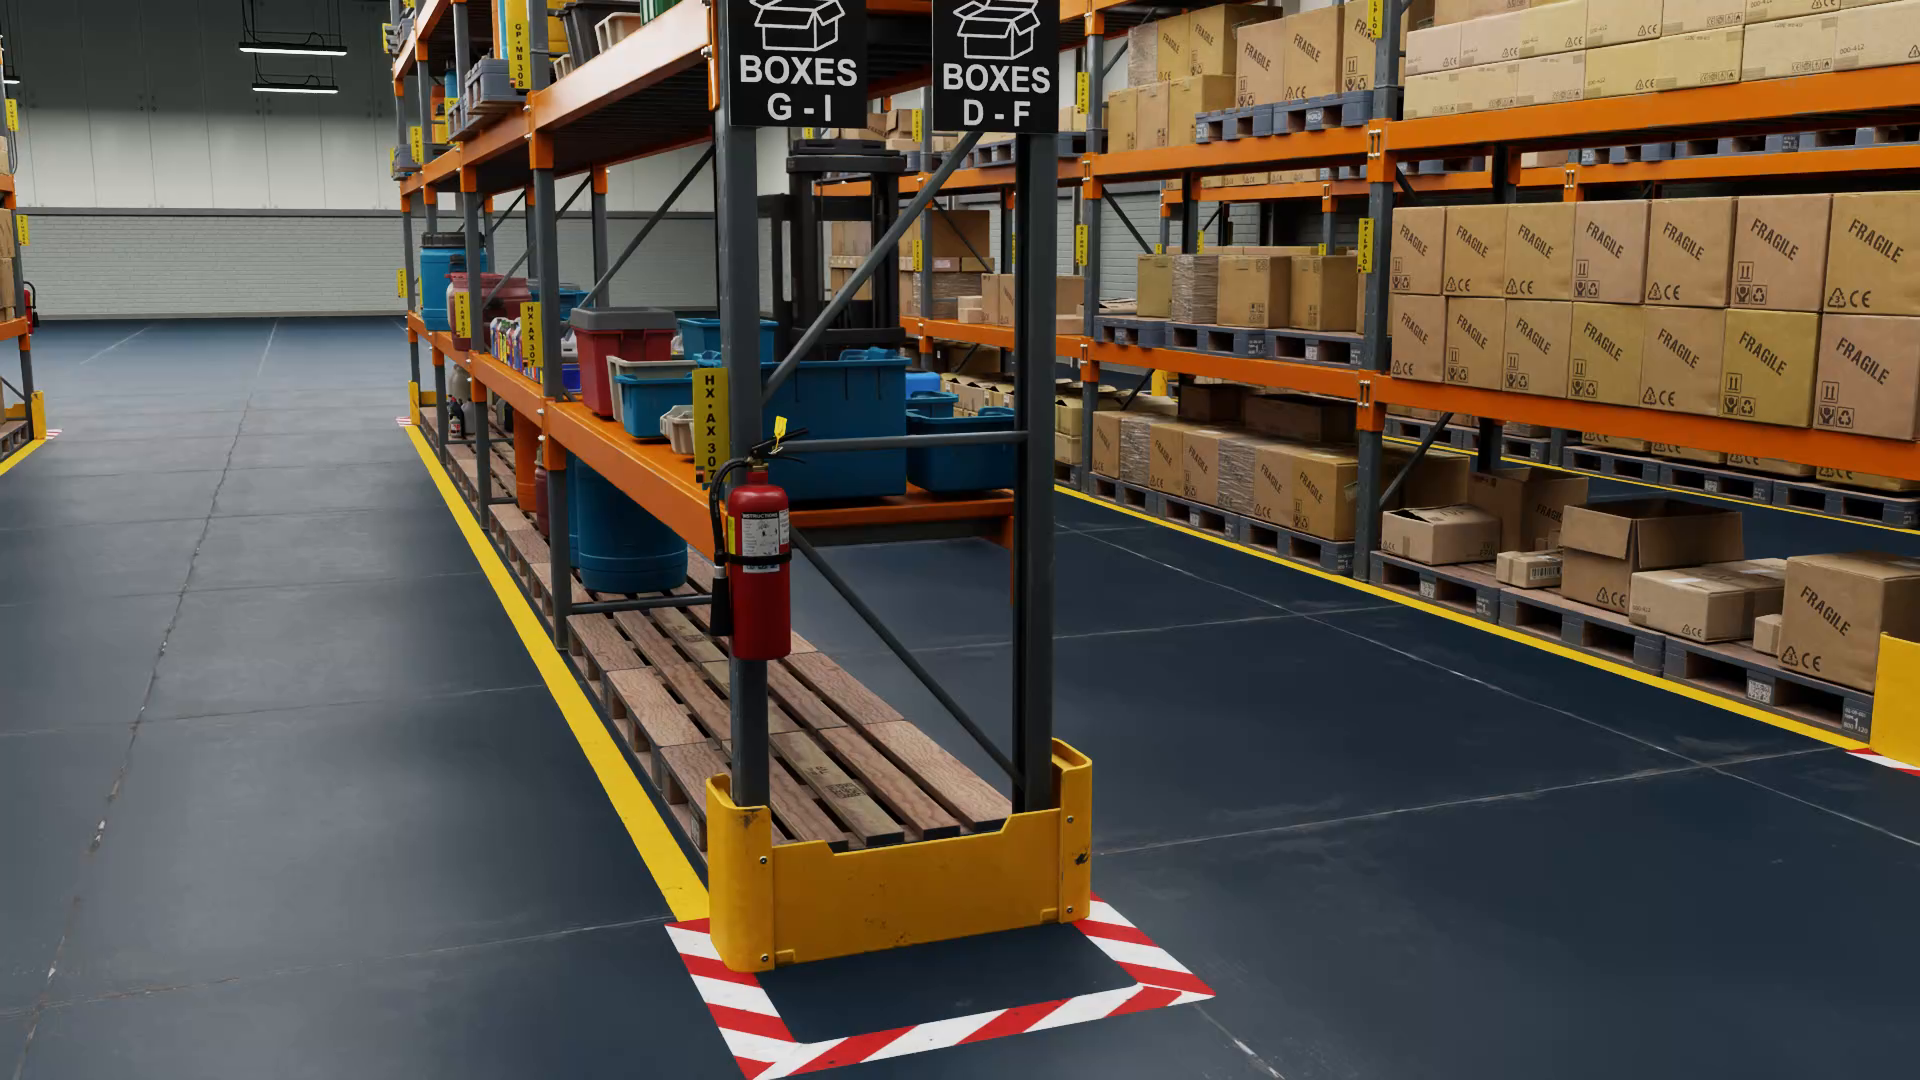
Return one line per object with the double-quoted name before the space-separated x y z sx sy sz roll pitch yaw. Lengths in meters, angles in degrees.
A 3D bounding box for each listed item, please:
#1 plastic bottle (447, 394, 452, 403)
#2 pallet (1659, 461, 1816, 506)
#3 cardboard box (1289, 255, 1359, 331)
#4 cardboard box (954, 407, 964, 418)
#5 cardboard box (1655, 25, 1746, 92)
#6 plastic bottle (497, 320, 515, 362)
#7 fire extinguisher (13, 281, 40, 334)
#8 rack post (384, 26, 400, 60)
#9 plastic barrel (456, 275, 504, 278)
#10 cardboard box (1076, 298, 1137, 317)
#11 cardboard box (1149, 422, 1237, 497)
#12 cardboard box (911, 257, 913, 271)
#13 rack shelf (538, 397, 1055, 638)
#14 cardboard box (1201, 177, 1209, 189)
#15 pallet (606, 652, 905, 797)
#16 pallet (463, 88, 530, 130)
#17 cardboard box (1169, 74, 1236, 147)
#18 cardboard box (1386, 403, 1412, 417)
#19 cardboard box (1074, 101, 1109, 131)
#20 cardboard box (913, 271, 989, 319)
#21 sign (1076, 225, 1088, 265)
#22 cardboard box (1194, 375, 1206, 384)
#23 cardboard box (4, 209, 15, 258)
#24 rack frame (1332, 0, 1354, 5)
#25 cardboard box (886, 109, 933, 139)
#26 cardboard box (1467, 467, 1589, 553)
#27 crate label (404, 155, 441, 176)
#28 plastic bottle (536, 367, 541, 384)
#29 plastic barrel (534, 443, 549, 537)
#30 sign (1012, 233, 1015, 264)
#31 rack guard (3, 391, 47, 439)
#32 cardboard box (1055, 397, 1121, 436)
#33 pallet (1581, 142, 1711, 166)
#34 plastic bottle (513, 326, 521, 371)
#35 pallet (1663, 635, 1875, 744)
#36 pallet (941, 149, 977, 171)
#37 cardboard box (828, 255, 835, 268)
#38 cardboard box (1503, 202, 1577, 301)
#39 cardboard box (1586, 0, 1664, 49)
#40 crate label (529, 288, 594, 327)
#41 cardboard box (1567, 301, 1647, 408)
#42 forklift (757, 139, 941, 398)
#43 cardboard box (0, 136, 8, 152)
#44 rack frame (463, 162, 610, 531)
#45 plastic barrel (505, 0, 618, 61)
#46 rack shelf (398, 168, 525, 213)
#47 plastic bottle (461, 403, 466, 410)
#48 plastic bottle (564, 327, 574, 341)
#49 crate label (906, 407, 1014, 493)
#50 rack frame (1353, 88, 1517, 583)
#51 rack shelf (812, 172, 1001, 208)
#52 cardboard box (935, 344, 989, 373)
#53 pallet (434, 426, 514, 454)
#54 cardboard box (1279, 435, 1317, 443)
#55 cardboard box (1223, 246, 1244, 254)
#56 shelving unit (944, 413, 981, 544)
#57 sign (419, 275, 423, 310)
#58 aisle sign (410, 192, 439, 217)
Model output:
"plastic bottle" -5.234 -1.323 17.102 0.144 0.351 0.185 -4 11 -21
"pallet" 6.791 -0.511 14.189 1.003 0.211 1.213 -4 11 -21
"cardboard box" 2.700 -1.704 11.449 0.700 0.500 0.500 -2 10 -12
"cardboard box" 0.172 -1.242 16.988 0.500 0.250 0.500 -4 11 -19
"cardboard box" 3.625 -2.228 7.745 0.500 0.250 0.500 -4 11 -21
"plastic bottle" -3.073 -1.359 11.352 0.152 0.276 0.135 -4 11 -21
"fire extinguisher" -10.224 -2.589 18.128 0.296 0.674 0.183 -4 11 -21
"rack post" -5.840 -5.469 18.398 0.937 0.300 0.954 -3 10 -15
"plastic barrel" -3.981 -1.947 13.910 0.433 0.535 0.433 0 10 0
"cardboard box" 1.378 -2.015 14.939 0.500 0.311 0.500 -4 11 -22
"cardboard box" 1.792 -0.627 12.762 0.500 0.500 0.500 -4 11 -22
"cardboard box" -0.314 -2.994 18.047 0.380 0.149 0.250 -4 11 -22
"rack shelf" -0.922 -0.254 6.835 1.077 0.370 4.000 -4 11 -21
"cardboard box" 3.288 -4.897 21.979 0.500 0.500 0.500 -3 11 -17
"pallet" -0.898 0.756 7.069 1.003 0.211 1.213 -4 11 -21
"pallet" -2.436 -2.625 10.085 1.003 0.211 1.213 -4 11 -21
"cardboard box" 2.085 -3.190 12.437 0.910 0.500 0.500 -4 11 -21
"cardboard box" 5.204 -1.654 18.538 0.700 0.500 0.500 -4 11 -22
"cardboard box" 1.305 -3.581 14.152 0.500 0.250 0.500 -5 11 -25
"cardboard box" -0.094 -2.675 18.108 0.700 0.500 0.500 -4 11 -22
"sign" 1.006 -2.435 13.739 0.100 0.325 0.005 -4 11 -21
"cardboard box" 3.405 -2.296 22.683 0.500 0.311 0.500 -5 11 -27
"cardboard box" -10.182 -3.193 17.313 0.500 0.500 0.500 -4 11 -21
"rack frame" 4.688 -5.822 18.958 1.000 3.000 0.127 -4 11 -21
"cardboard box" -0.407 -4.634 18.948 0.797 0.503 0.637 -3 10 -15
"cardboard box" 3.442 -0.159 10.130 0.500 0.500 0.500 -4 11 -21
"crate label" -5.625 -3.970 17.534 0.502 0.251 0.408 -4 11 -21
"plastic bottle" -2.352 -1.069 9.508 0.144 0.351 0.185 -4 11 -21
"plastic barrel" -2.494 -0.344 10.973 0.600 0.588 0.708 -4 11 -21
"sign" 0.574 -3.121 17.820 0.100 0.325 0.005 -4 11 -21
"rack guard" -10.584 -1.336 18.001 1.175 0.500 0.348 -4 11 -21
"cardboard box" 1.102 -1.100 14.589 0.500 0.311 0.500 -4 11 -19
"pallet" 6.420 -3.498 14.994 1.213 0.211 1.003 -3 11 -18
"plastic bottle" -2.738 -1.209 10.504 0.152 0.276 0.135 -4 11 -21
"pallet" 4.103 0.635 7.746 1.003 0.211 1.213 -4 11 -21
"pallet" 0.404 -3.793 16.661 0.805 0.209 1.217 -4 11 -23
"cardboard box" -1.436 -3.498 20.880 0.380 0.149 0.250 -4 11 -21
"cardboard box" 3.253 -1.527 8.797 0.500 0.500 0.500 -4 11 -23
"cardboard box" 3.451 -2.557 8.163 0.500 0.250 0.500 -4 11 -21
"crate label" -3.204 -1.784 13.283 0.502 0.435 0.616 -4 11 -21
"cardboard box" 3.455 -0.949 8.403 0.500 0.500 0.500 -4 11 -22
"forklift" -1.148 -1.932 14.412 1.130 2.935 3.031 -4 11 -21
"cardboard box" -10.220 -4.152 17.424 0.380 0.149 0.250 -4 11 -21
"rack frame" -3.096 -1.587 12.278 1.000 3.000 0.127 -4 11 -21
"plastic barrel" -2.167 -2.847 9.057 0.600 0.588 0.600 0 10 0
"rack shelf" -5.271 -3.689 17.584 1.077 0.370 4.000 -4 11 -21
"plastic bottle" -4.988 -1.247 16.889 0.152 0.276 0.135 -4 11 -21
"plastic bottle" -2.217 -1.079 9.559 0.144 0.351 0.185 -4 11 -21
"crate label" 0.020 -0.290 5.290 0.416 0.233 0.303 -4 11 -21
"rack frame" 2.971 -1.248 10.371 1.000 3.000 0.127 -4 11 -21
"rack shelf" -0.652 -4.003 19.348 1.077 0.370 4.000 -4 11 -21
"cardboard box" 0.008 -1.953 18.844 0.500 0.500 0.500 -4 11 -21
"pallet" -4.750 -0.979 16.824 1.003 0.211 1.213 -4 11 -21
"cardboard box" 2.645 -0.497 12.029 0.500 0.500 0.500 -4 11 -20
"cardboard box" 3.681 -3.480 21.151 0.500 0.500 0.500 -4 11 -19
"shelving unit" 0.003 -0.442 11.834 0.258 0.900 0.210 -4 11 -21
"sign" -5.062 -2.343 15.738 0.100 0.325 0.005 -4 11 -21
"aisle sign" -6.294 -4.166 19.353 0.394 0.787 0.004 -4 11 -21
